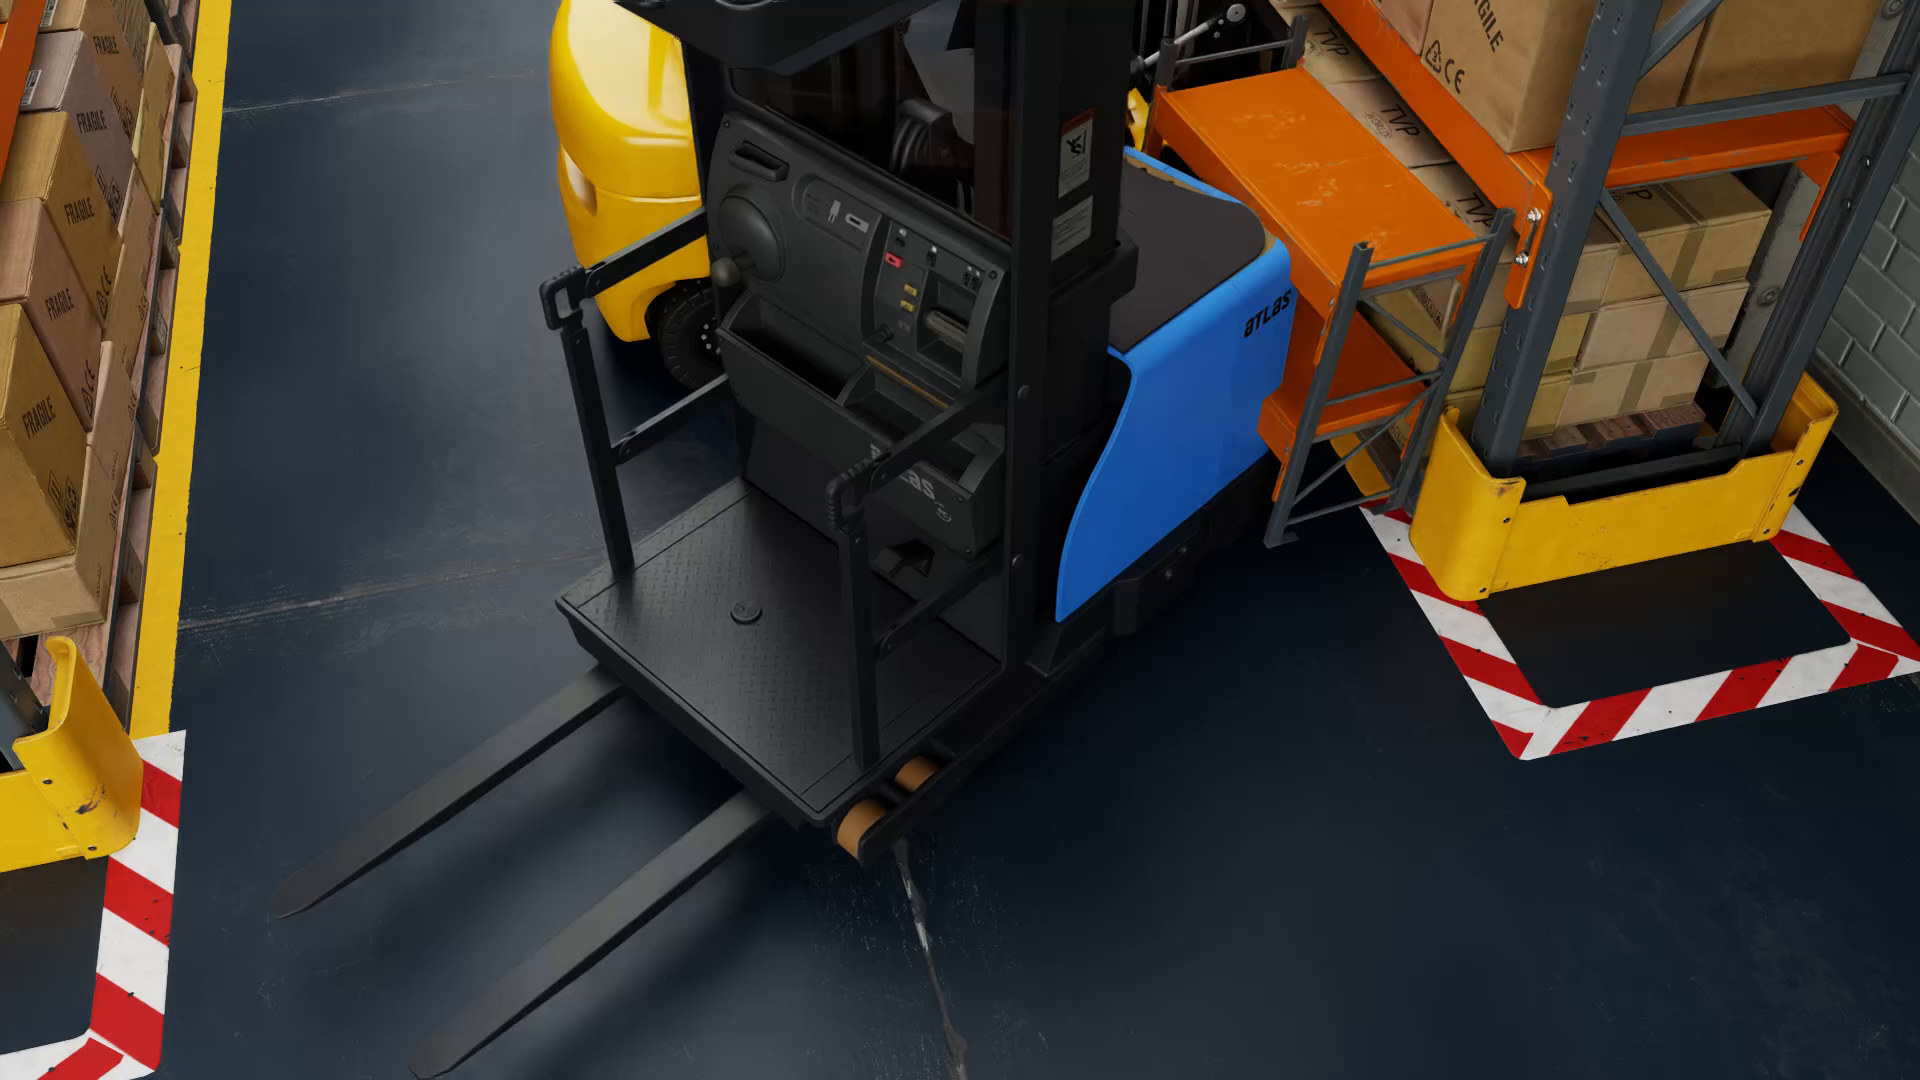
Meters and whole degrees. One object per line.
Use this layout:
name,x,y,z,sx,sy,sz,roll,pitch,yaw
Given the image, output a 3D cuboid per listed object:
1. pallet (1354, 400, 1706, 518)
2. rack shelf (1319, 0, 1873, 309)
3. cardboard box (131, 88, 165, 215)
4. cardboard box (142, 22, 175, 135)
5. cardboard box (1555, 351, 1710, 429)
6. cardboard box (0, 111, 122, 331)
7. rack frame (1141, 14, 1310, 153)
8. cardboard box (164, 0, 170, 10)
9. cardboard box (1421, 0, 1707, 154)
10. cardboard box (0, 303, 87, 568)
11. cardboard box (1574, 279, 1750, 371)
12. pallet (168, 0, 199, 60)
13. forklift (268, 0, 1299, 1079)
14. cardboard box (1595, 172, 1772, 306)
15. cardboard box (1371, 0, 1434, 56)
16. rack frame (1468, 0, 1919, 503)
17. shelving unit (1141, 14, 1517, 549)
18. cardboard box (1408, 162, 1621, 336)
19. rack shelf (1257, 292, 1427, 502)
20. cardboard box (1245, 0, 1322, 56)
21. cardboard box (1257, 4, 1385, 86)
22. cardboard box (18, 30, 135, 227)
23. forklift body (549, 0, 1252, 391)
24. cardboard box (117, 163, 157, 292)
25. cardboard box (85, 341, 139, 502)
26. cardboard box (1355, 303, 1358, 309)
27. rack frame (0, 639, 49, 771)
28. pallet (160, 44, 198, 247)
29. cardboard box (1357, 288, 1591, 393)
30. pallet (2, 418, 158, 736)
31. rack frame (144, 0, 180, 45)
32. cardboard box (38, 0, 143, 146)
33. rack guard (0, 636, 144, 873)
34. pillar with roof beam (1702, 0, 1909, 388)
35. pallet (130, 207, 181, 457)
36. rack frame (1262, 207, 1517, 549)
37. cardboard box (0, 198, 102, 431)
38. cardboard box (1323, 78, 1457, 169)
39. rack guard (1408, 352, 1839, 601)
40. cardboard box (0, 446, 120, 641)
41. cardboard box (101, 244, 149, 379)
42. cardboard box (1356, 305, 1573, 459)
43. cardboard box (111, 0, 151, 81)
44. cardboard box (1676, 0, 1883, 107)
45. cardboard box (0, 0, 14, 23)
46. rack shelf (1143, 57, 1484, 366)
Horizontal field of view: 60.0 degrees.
pallet,1.770,-0.639,5.728,1.003,0.211,1.213,-11,47,-10
rack shelf,1.494,-2.223,5.832,1.077,0.370,4.000,-11,47,-10
cardboard box,-3.258,-1.406,6.158,0.500,0.250,0.500,-12,47,-11
cardboard box,-3.404,-1.771,6.517,0.500,0.250,0.500,-9,46,-9
cardboard box,2.070,-0.654,5.422,0.500,0.250,0.500,-11,47,-10
cardboard box,-2.995,-0.963,5.200,0.500,0.500,0.500,-10,46,-10
rack frame,0.778,-1.131,5.336,0.500,1.125,0.032,-16,51,-19
cardboard box,-3.952,-2.535,7.180,0.950,0.372,0.625,-10,46,-10
cardboard box,1.626,-1.421,4.472,0.500,0.500,0.500,-12,47,-11
cardboard box,-2.737,-0.255,4.506,0.500,0.500,0.500,-12,47,-12
cardboard box,2.087,-0.817,5.231,0.500,0.250,0.500,-10,46,-10
pallet,-4.016,-2.507,7.559,1.003,0.211,1.213,-11,47,-10
forklift,-0.409,-0.596,3.782,1.130,2.935,3.031,34,55,29
cardboard box,2.066,-0.995,5.056,0.500,0.250,0.500,-11,47,-11
cardboard box,1.503,-1.781,4.825,0.500,0.500,0.500,-9,46,-9
rack frame,2.006,-1.094,4.222,1.000,3.000,0.127,-11,47,-10
shelving unit,0.988,-0.780,5.033,0.538,1.125,1.048,-16,51,-19
cardboard box,1.587,-0.890,4.953,0.500,0.250,0.500,-9,46,-9
rack shelf,0.970,-0.614,5.212,0.538,0.278,1.000,-16,51,-19
cardboard box,1.189,-1.939,5.981,0.500,0.250,0.500,-12,47,-11
cardboard box,1.312,-1.588,5.637,0.500,0.250,0.500,-10,46,-10
cardboard box,-3.141,-1.331,5.560,0.500,0.500,0.500,-8,46,-8
forklift body,-0.243,-1.773,5.482,2.313,2.155,1.214,-11,47,-10
cardboard box,-3.132,-1.054,5.814,0.500,0.250,0.500,-10,46,-10
cardboard box,-2.854,-0.330,5.104,0.500,0.250,0.500,-9,46,-9
cardboard box,1.462,-0.891,5.654,0.500,0.250,0.500,-11,47,-10
rack frame,-2.791,-0.184,3.330,1.000,3.000,0.127,-11,47,-10
pallet,-3.609,-1.513,6.585,1.003,0.211,1.213,-11,47,-10
cardboard box,1.579,-0.733,5.149,0.500,0.250,0.500,-11,47,-11
pallet,-2.984,0.172,4.934,1.003,0.211,1.213,-11,47,-10
rack frame,-3.815,-2.946,6.037,1.000,3.000,0.127,-11,47,-10
cardboard box,-3.272,-1.683,5.905,0.500,0.500,0.500,-10,46,-10
rack guard,-2.811,0.638,4.274,1.175,0.500,0.348,-11,47,-10
pillar with roof beam,-1.462,-3.053,1.941,9.100,9.000,0.400,-11,47,-10
pallet,-3.293,-0.669,5.758,1.003,0.211,1.213,-11,47,-10
rack frame,1.197,-0.429,4.730,0.500,1.125,0.032,-16,51,-19
cardboard box,-2.875,-0.615,4.859,0.500,0.500,0.500,-12,47,-12
cardboard box,1.450,-1.241,5.297,0.500,0.250,0.500,-10,46,-10
rack guard,2.012,-0.203,5.099,1.175,0.500,0.348,-11,47,-10
cardboard box,-2.730,0.024,4.758,0.500,0.250,0.500,-11,47,-11
cardboard box,-3.006,-0.704,5.471,0.500,0.250,0.500,-8,46,-8
cardboard box,1.581,-0.546,5.316,0.500,0.250,0.500,-10,46,-10
cardboard box,-3.404,-2.033,6.249,0.500,0.500,0.500,-11,47,-11
cardboard box,2.148,-1.522,4.571,0.500,0.500,0.500,-9,46,-9
cardboard box,-3.037,-1.638,4.931,0.380,0.149,0.250,-10,46,-10
rack shelf,1.010,-0.978,4.819,0.538,0.278,1.000,-16,51,-19
